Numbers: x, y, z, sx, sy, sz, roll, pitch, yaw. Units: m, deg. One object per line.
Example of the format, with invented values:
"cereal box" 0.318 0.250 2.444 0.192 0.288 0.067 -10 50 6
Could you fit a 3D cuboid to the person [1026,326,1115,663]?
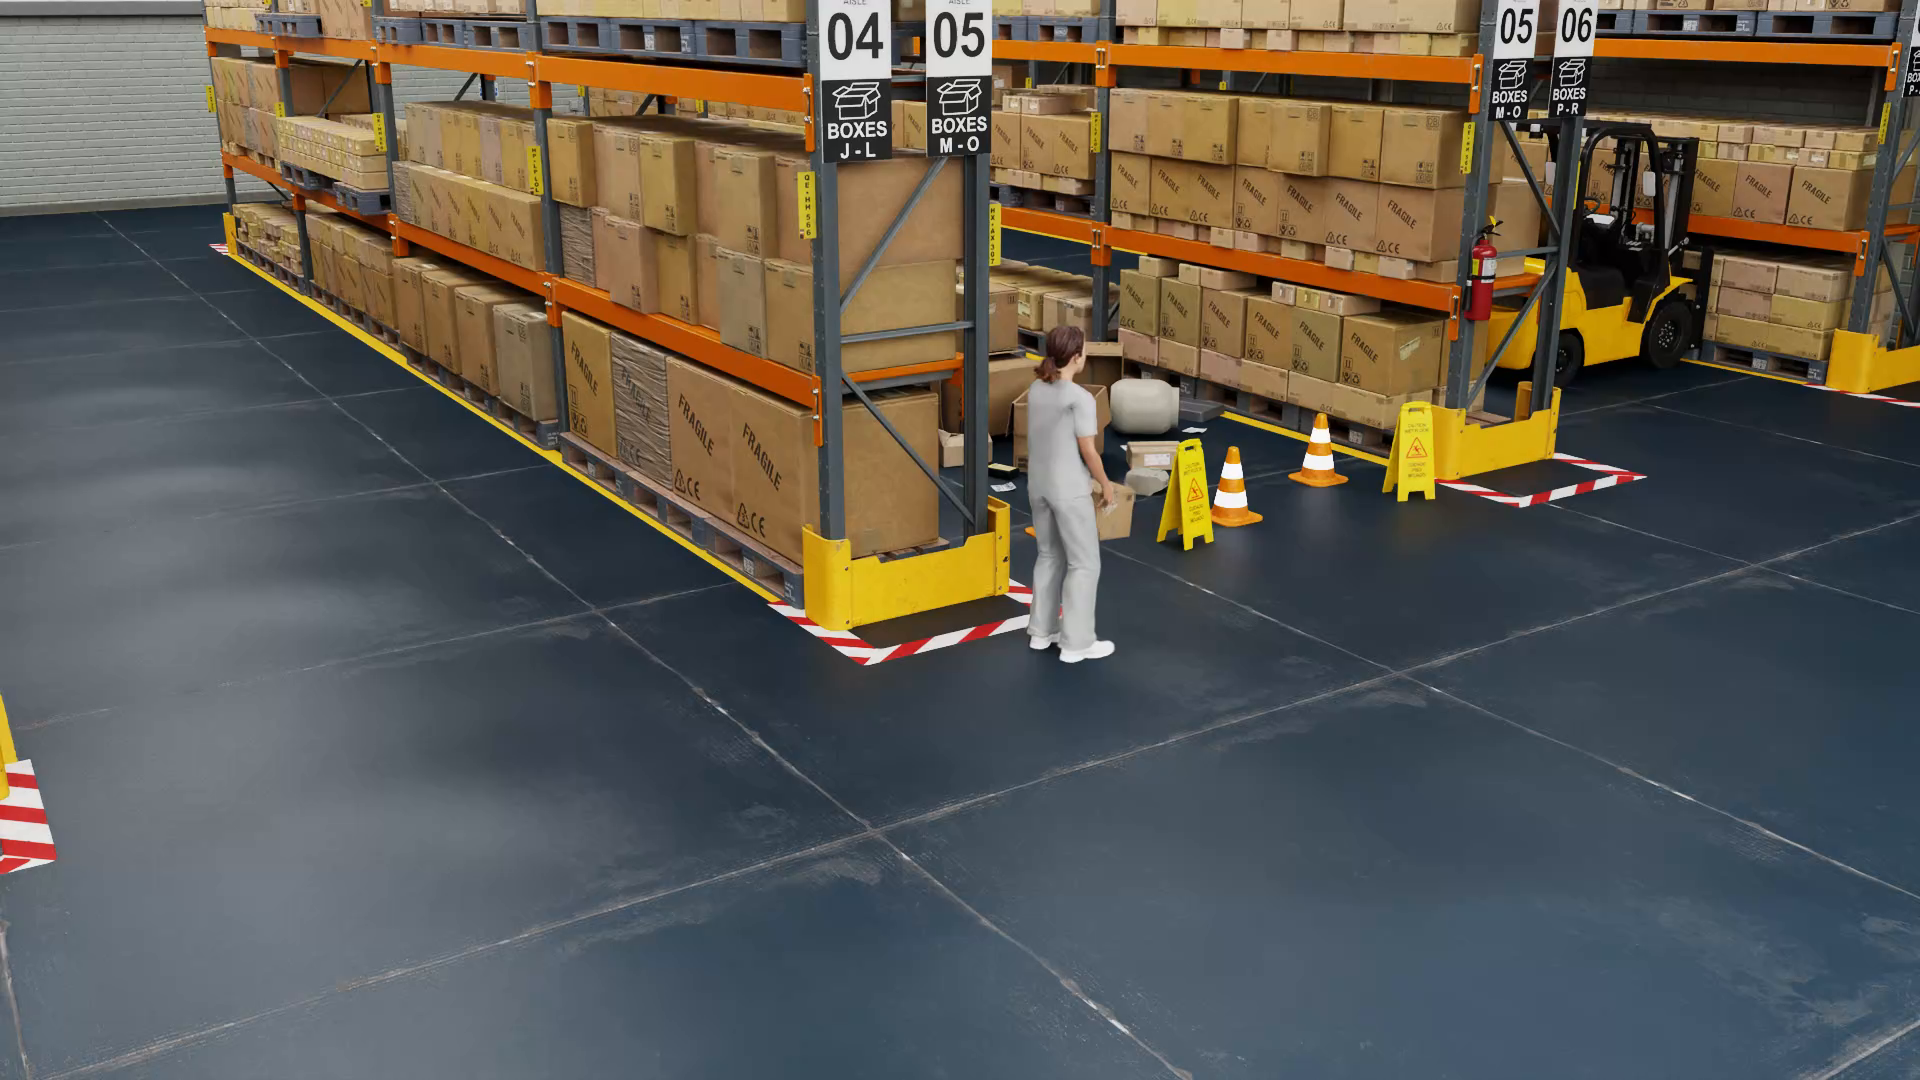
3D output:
"person" 0.524 -0.237 8.276 0.378 1.676 0.467 -14 23 -37
